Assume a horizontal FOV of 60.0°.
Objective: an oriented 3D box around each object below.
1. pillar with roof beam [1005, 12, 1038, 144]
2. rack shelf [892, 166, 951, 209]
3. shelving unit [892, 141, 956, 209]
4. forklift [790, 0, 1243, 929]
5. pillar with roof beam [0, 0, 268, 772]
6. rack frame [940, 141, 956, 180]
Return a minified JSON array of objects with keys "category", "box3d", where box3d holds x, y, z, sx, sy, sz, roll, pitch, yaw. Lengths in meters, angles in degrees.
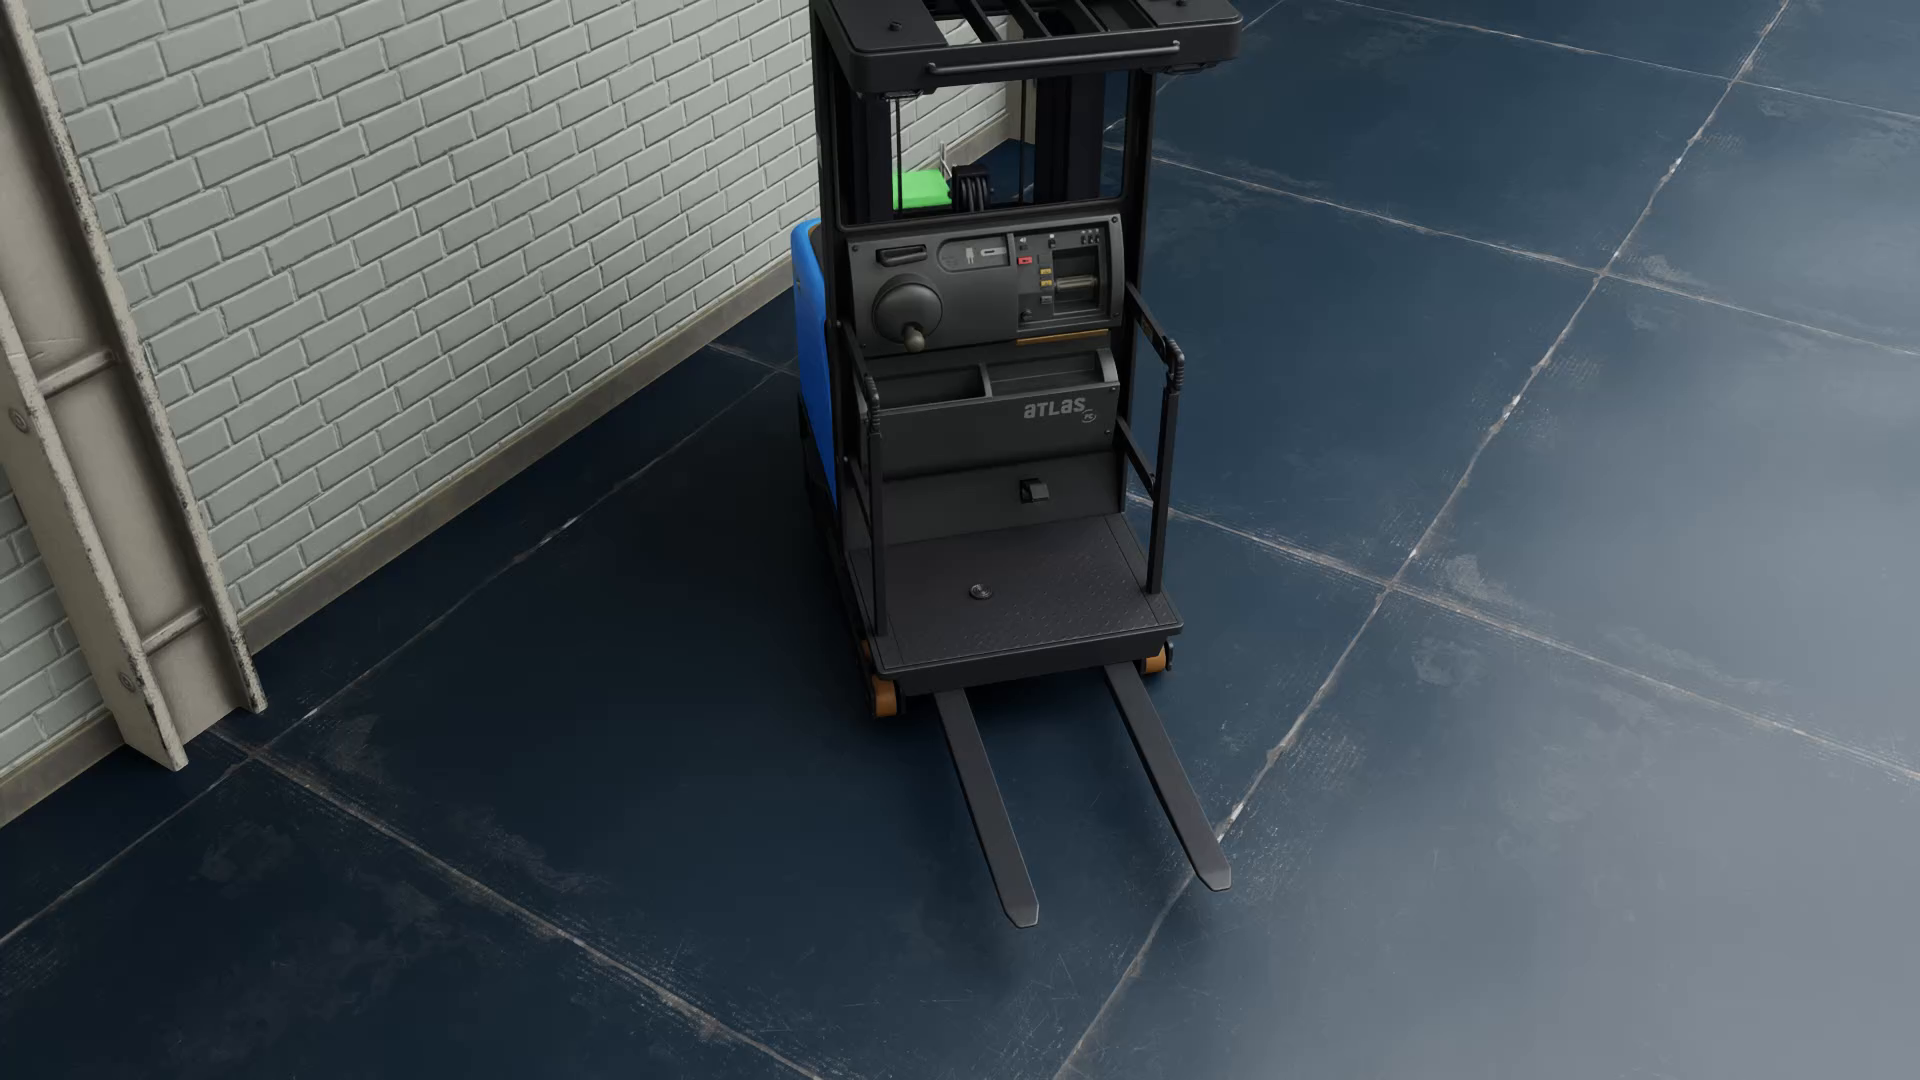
[{"category":"pillar with roof beam","box3d":[4.130,-4.603,5.351,9.100,9.000,0.400,21,42,25]},{"category":"rack shelf","box3d":[-0.286,-1.411,6.916,0.480,0.148,0.258,-9,39,-11]},{"category":"shelving unit","box3d":[-0.286,-1.082,7.170,0.503,1.200,0.258,-9,39,-11]},{"category":"forklift","box3d":[0.146,-0.786,5.369,1.130,2.935,3.031,-8,38,-11]},{"category":"pillar with roof beam","box3d":[0.915,-1.510,1.338,9.100,9.000,0.400,21,42,25]},{"category":"rack frame","box3d":[-0.049,-1.118,7.217,0.015,1.200,0.240,-9,39,-11]}]
